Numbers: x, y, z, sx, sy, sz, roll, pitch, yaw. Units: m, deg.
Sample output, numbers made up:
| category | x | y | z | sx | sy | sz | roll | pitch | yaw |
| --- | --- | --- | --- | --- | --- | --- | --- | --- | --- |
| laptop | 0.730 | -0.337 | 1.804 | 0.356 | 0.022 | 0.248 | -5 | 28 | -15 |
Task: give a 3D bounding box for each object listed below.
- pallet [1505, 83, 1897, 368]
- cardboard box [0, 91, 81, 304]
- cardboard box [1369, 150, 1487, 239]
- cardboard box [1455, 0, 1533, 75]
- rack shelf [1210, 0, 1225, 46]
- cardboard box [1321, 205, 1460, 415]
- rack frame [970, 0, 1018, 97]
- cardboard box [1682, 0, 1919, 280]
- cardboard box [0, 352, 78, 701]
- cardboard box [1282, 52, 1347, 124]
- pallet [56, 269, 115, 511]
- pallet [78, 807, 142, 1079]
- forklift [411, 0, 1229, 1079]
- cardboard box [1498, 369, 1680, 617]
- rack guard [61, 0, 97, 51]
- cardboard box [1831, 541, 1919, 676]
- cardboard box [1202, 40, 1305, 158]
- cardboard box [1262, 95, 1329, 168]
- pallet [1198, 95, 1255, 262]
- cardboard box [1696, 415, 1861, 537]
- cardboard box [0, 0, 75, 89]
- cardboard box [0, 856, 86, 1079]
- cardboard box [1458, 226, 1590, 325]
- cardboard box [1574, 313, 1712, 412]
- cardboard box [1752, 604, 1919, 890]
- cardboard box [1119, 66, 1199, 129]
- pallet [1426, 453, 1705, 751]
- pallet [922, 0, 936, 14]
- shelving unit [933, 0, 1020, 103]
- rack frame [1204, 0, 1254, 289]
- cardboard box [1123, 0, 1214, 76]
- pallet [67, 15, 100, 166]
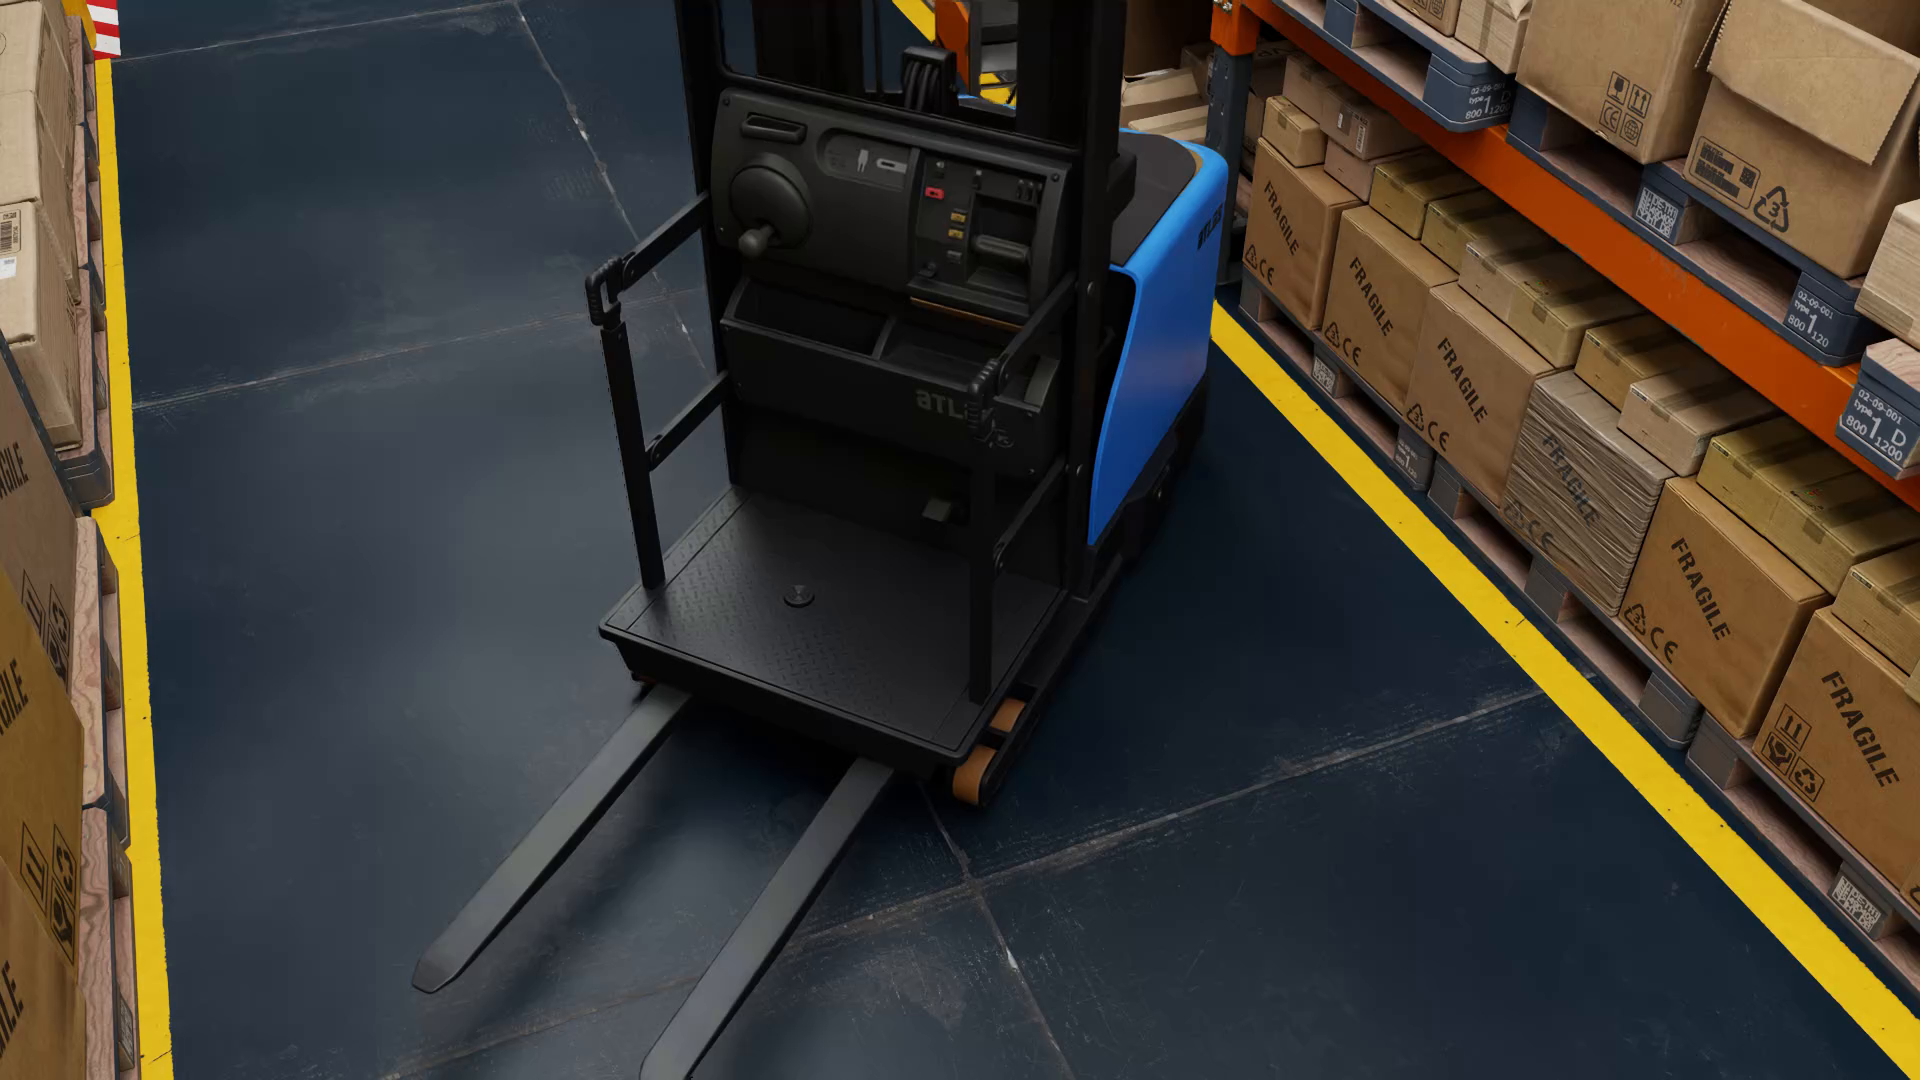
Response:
| category | x | y | z | sx | sy | sz | roll | pitch | yaw |
| --- | --- | --- | --- | --- | --- | --- | --- | --- | --- |
| pallet | 2.160 | -0.941 | 4.191 | 1.003 | 0.211 | 1.213 | -15 | 43 | -17 |
| cardboard box | -3.691 | -1.145 | 5.924 | 0.875 | 0.438 | 0.875 | -16 | 43 | -18 |
| cardboard box | 1.556 | -1.129 | 5.360 | 0.380 | 0.149 | 0.250 | -17 | 44 | -19 |
| cardboard box | 1.555 | -1.429 | 4.392 | 0.396 | 0.266 | 0.258 | -13 | 42 | -15 |
| rack shelf | 0.613 | -3.185 | 7.205 | 1.077 | 0.370 | 4.000 | -15 | 43 | -17 |
| cardboard box | 1.568 | -0.799 | 5.474 | 0.500 | 0.500 | 0.500 | -16 | 43 | -17 |
| rack frame | 0.228 | -1.473 | 5.352 | 0.400 | 2.100 | 0.015 | -9 | 41 | -10 |
| cardboard box | 2.113 | -0.979 | 3.687 | 0.797 | 0.503 | 0.637 | -16 | 43 | -18 |
| cardboard box | -2.895 | -0.013 | 4.272 | 0.875 | 0.875 | 0.875 | -14 | 43 | -16 |
| cardboard box | 1.325 | -1.556 | 5.629 | 0.380 | 0.149 | 0.250 | -16 | 43 | -18 |
| pallet | -3.425 | -0.433 | 5.592 | 1.003 | 0.211 | 1.213 | -15 | 43 | -17 |
| pallet | -2.371 | 1.227 | 3.662 | 1.003 | 0.211 | 1.213 | -15 | 43 | -17 |
| forklift | -0.279 | -0.735 | 3.857 | 1.130 | 2.935 | 3.031 | 18 | 44 | 19 |
| cardboard box | 1.948 | -0.183 | 4.758 | 0.500 | 0.500 | 0.500 | -17 | 43 | -18 |
| rack guard | -4.746 | -2.489 | 7.761 | 1.175 | 0.500 | 0.348 | -15 | 43 | -17 |
| cardboard box | 2.292 | 0.138 | 3.886 | 0.380 | 0.149 | 0.250 | -16 | 43 | -18 |
| cardboard box | 1.344 | -1.850 | 6.841 | 0.500 | 0.311 | 0.500 | -14 | 43 | -15 |
| cardboard box | 1.269 | -1.428 | 5.708 | 0.380 | 0.149 | 0.250 | -13 | 42 | -15 |
| pallet | 1.116 | -1.610 | 6.960 | 1.003 | 0.211 | 1.213 | -15 | 43 | -17 |
| cardboard box | 2.137 | -0.182 | 4.259 | 0.380 | 0.149 | 0.250 | -16 | 43 | -17 |
| cardboard box | -4.392 | -2.238 | 7.194 | 0.875 | 0.438 | 0.875 | -17 | 43 | -18 |
| cardboard box | -2.201 | 1.068 | 3.015 | 0.875 | 0.875 | 0.875 | -15 | 43 | -16 |
| cardboard box | 1.734 | -0.807 | 4.986 | 0.380 | 0.149 | 0.250 | -15 | 43 | -17 |
| cardboard box | 1.957 | -0.502 | 4.631 | 0.380 | 0.149 | 0.250 | -15 | 43 | -17 |
| cardboard box | 2.366 | 0.440 | 4.033 | 0.500 | 0.500 | 0.500 | -16 | 43 | -17 |
| cardboard box | 0.757 | -1.853 | 6.879 | 0.396 | 0.266 | 0.258 | -14 | 43 | -15 |
| pallet | 2.195 | 0.021 | 5.064 | 1.003 | 0.211 | 1.213 | -15 | 43 | -17 |
| pallet | 0.183 | -3.080 | 8.670 | 1.003 | 0.211 | 1.213 | -15 | 43 | -17 |
| shelving unit | 0.172 | -1.627 | 5.532 | 0.431 | 2.100 | 0.503 | -9 | 41 | -10 |
| rack frame | 1.378 | -2.253 | 5.570 | 1.000 | 3.000 | 0.127 | -15 | 43 | -17 |
| cardboard box | 0.682 | -2.332 | 7.257 | 0.700 | 0.500 | 0.500 | -17 | 43 | -18 |
| pallet | -4.359 | -1.903 | 7.301 | 1.003 | 0.211 | 1.213 | -15 | 43 | -17 |
